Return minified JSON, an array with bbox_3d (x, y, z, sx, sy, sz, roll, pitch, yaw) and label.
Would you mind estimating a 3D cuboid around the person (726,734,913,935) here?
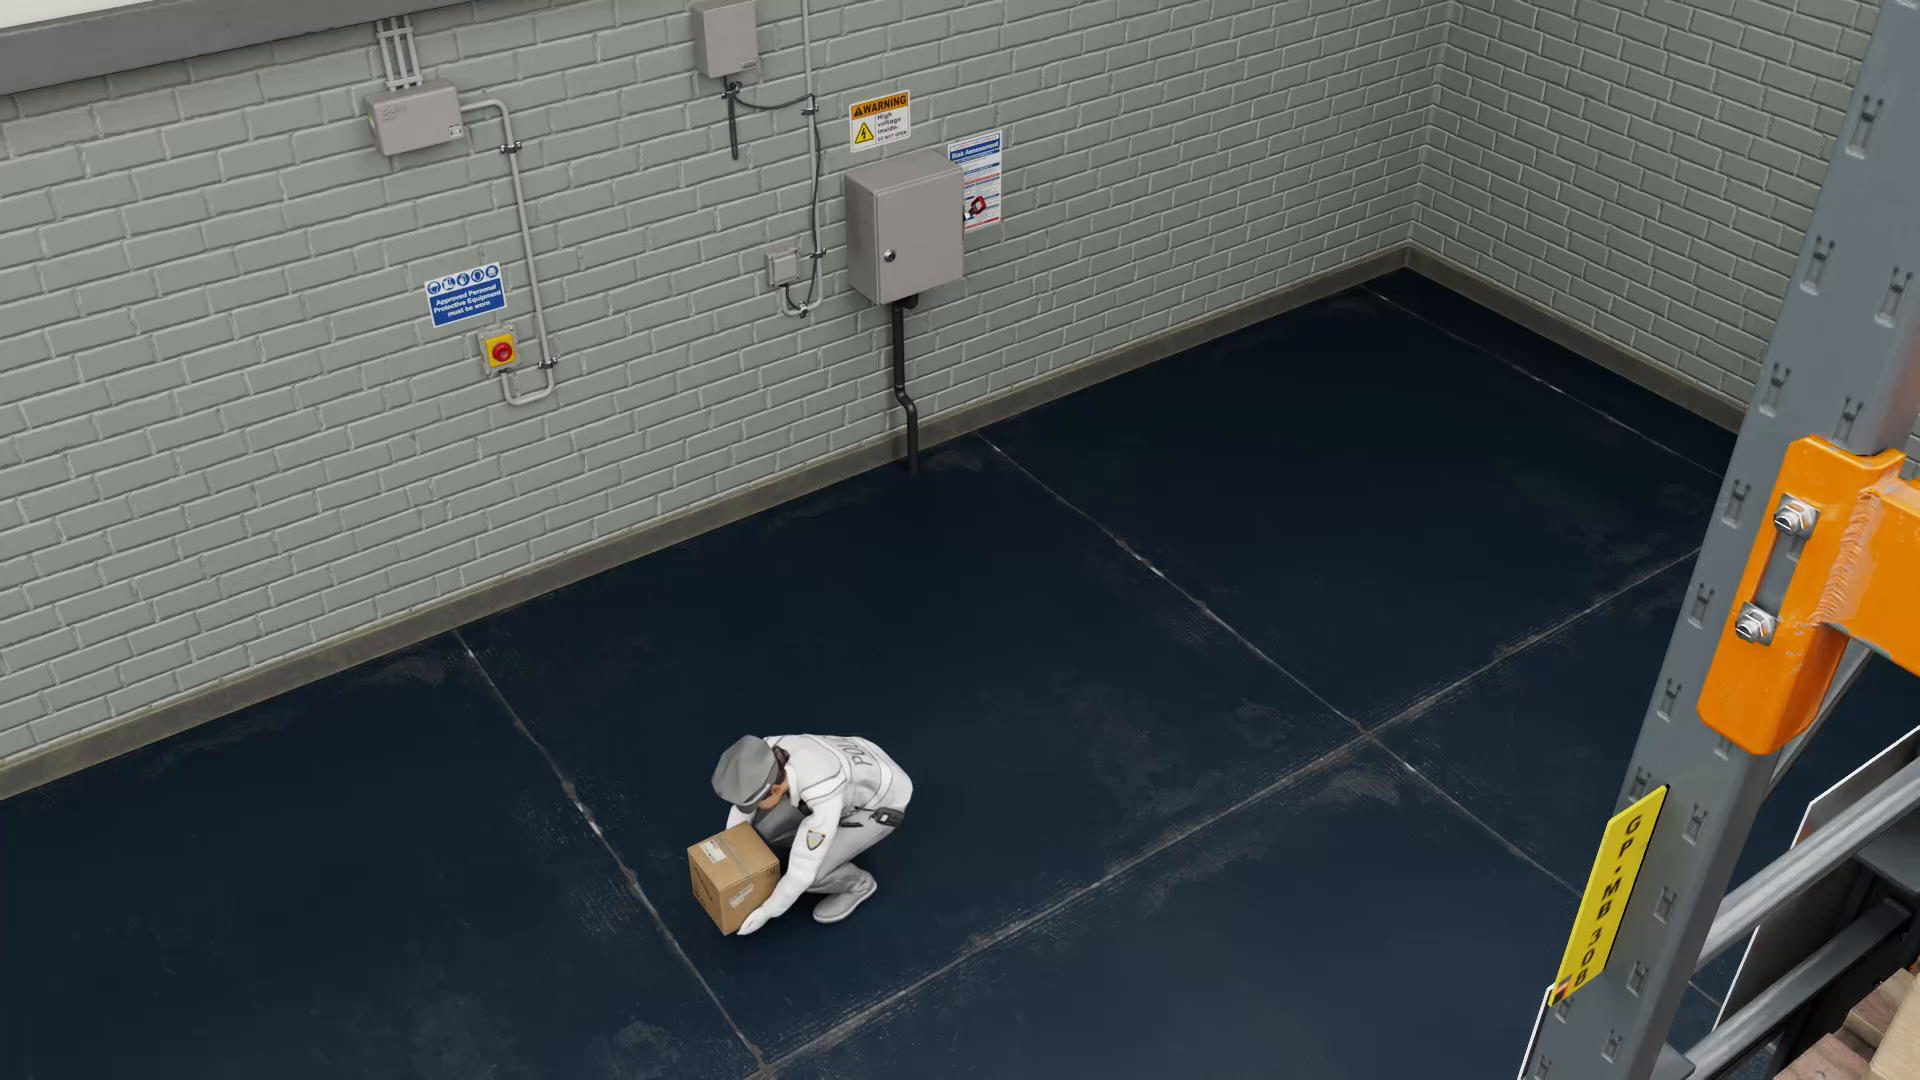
[{"bbox_3d":[-0.553,1.036,6.232,0.814,0.928,0.519,-23,42,-27],"label":"person"}]
